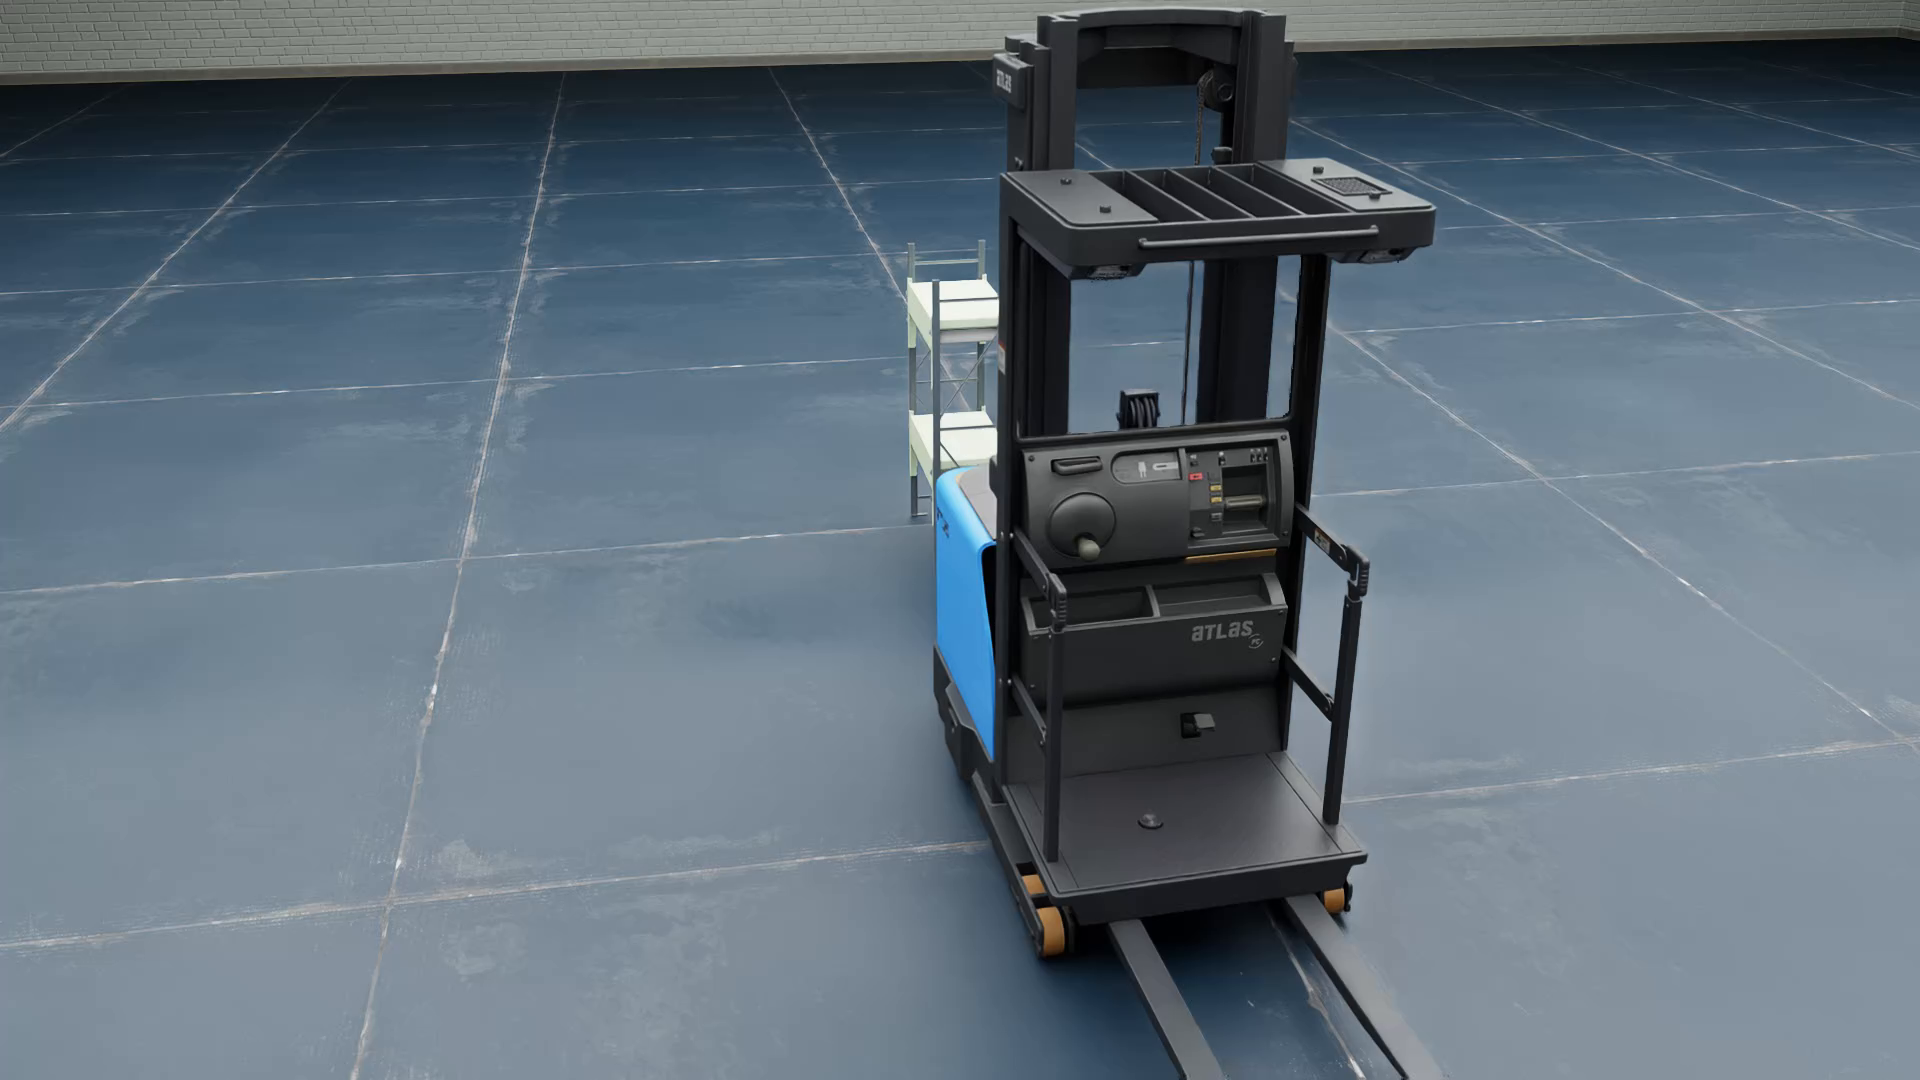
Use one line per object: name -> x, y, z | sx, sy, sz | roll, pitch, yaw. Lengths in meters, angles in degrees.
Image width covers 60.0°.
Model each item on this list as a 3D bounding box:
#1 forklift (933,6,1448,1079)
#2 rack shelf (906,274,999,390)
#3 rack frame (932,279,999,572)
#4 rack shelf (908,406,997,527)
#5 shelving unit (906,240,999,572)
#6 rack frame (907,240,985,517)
forklift -> 0.718, -0.117, 5.355 | 1.130, 2.935, 3.031 | -5, 24, -12
rack shelf -> -0.001, -1.048, 8.300 | 0.431, 0.370, 0.720 | -4, 24, -10
rack frame -> 0.066, -0.546, 8.126 | 0.400, 1.500, 0.023 | -4, 24, -10
rack shelf -> -0.001, -0.391, 8.586 | 0.431, 0.370, 0.720 | -4, 24, -10
shelving unit -> -0.001, -0.690, 8.456 | 0.431, 1.500, 0.755 | -4, 24, -10
rack frame -> -0.069, -0.834, 8.785 | 0.400, 1.500, 0.023 | -4, 24, -10
